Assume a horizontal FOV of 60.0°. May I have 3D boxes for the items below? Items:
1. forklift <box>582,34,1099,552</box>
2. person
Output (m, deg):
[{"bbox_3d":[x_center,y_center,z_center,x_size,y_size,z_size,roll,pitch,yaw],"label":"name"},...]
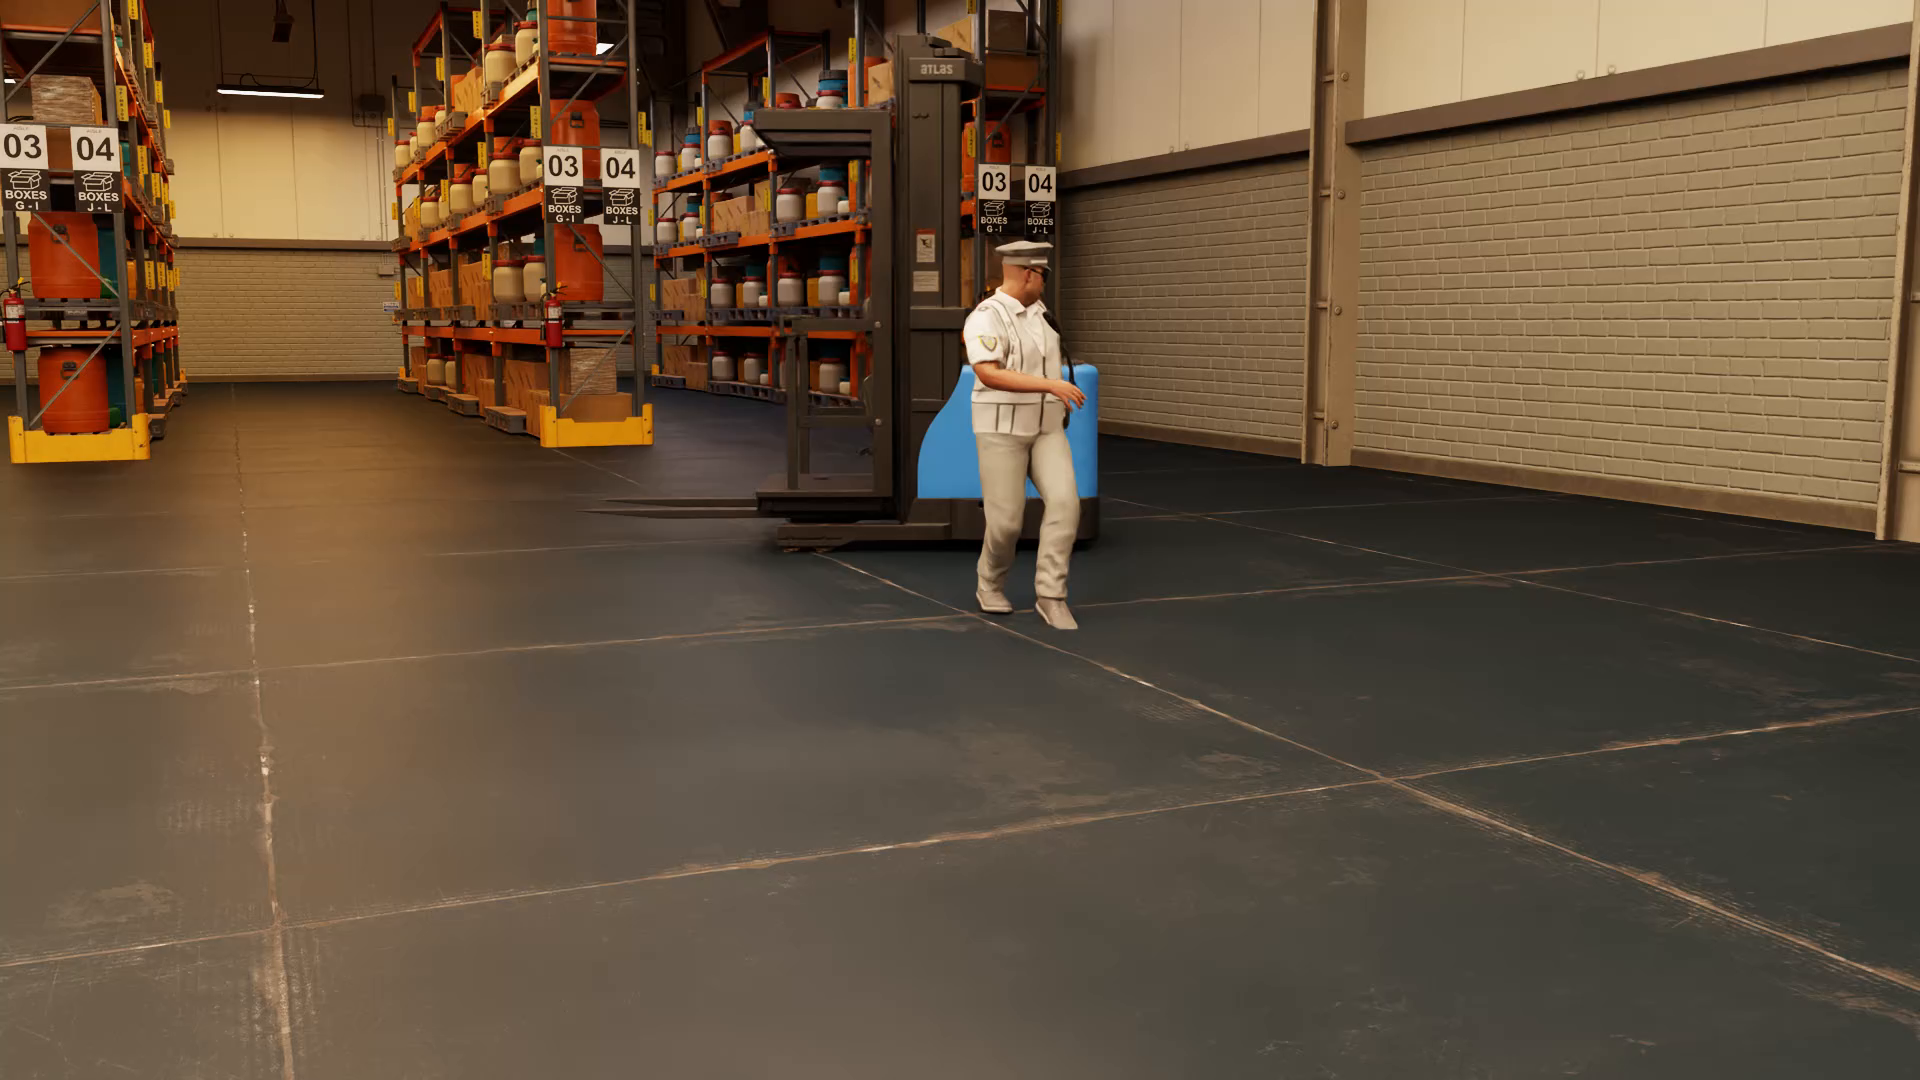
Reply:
[{"bbox_3d":[-0.710,-1.451,9.946,3.031,2.935,1.130,0,8,-1],"label":"forklift"},{"bbox_3d":[0.261,-0.467,7.485,0.579,1.735,0.915,-4,8,-27],"label":"person"}]
